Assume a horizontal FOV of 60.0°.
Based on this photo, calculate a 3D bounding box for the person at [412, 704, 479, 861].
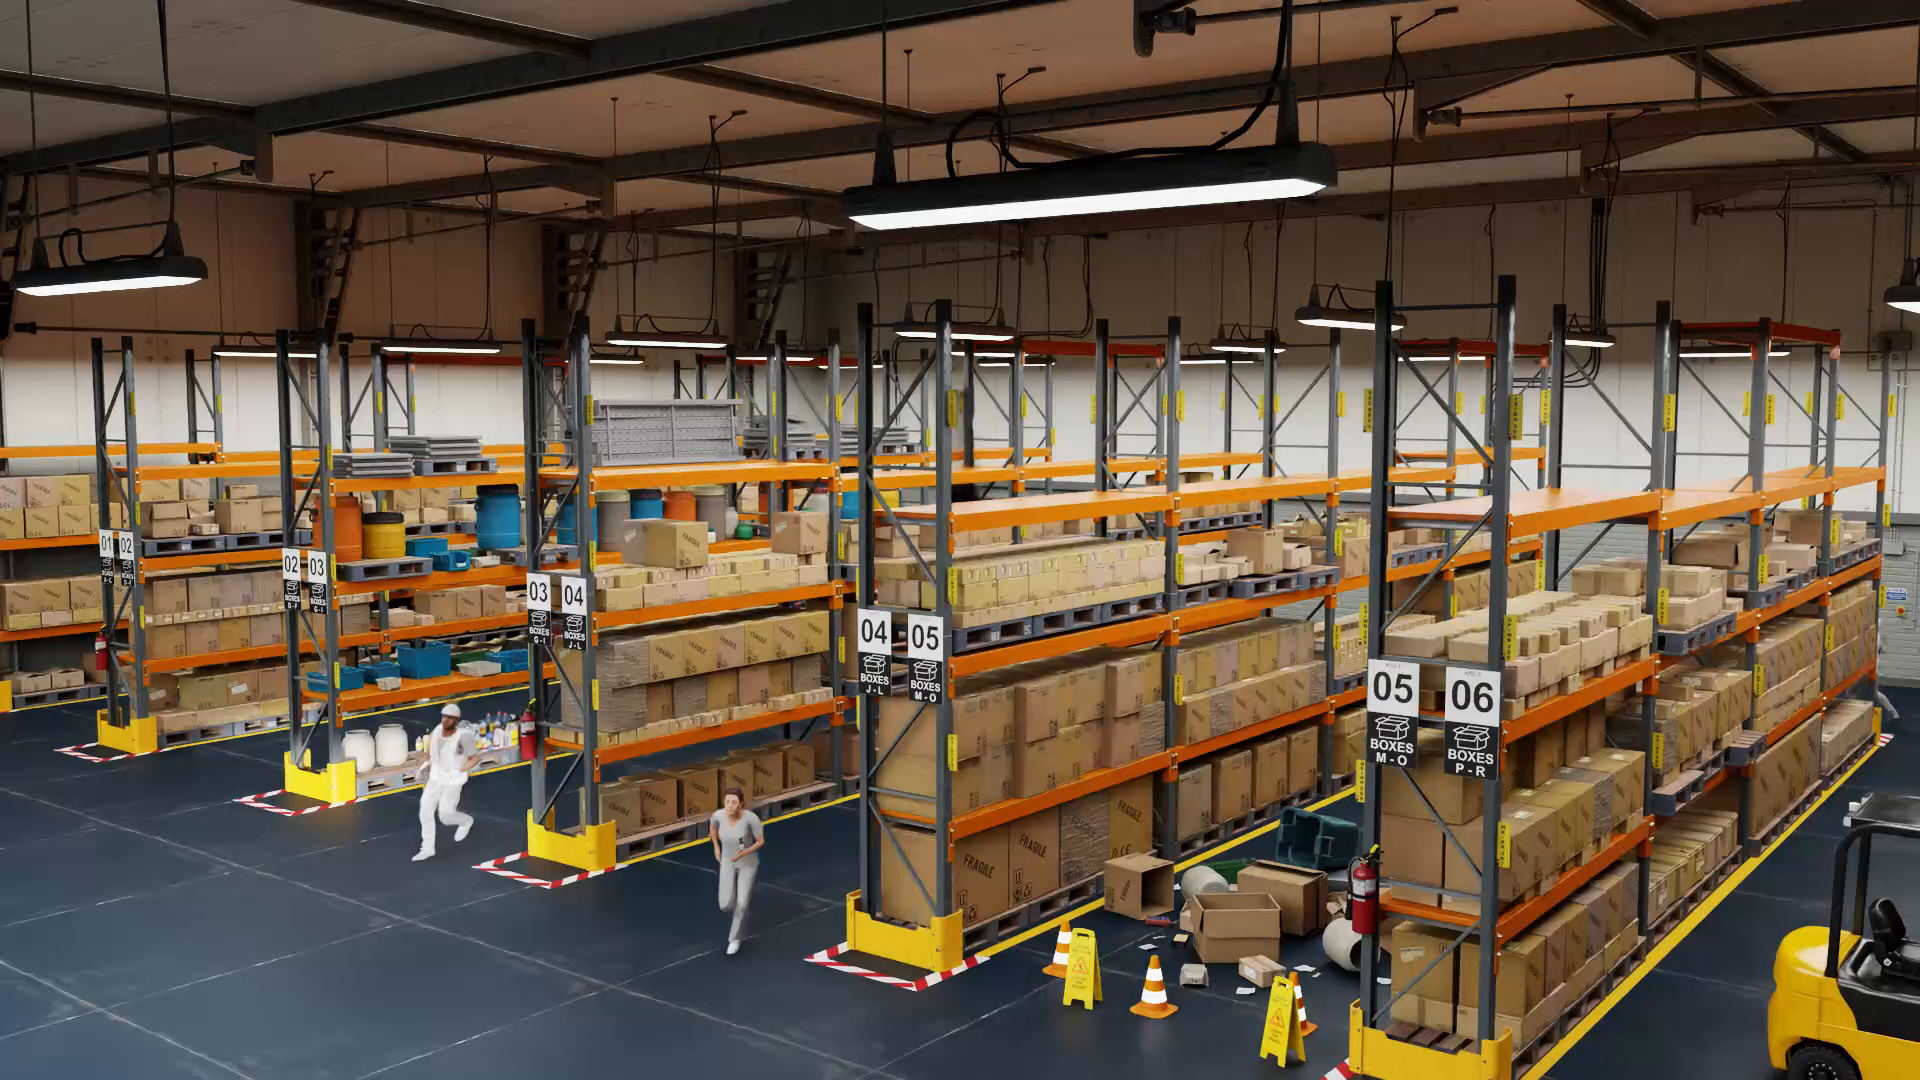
[{"bbox_3d":[-5.710,2.683,18.637,0.730,1.741,0.816,2,5,23],"label":"person"}]

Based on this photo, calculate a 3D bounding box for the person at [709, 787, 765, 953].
[{"bbox_3d":[-2.071,3.044,15.419,0.554,1.597,0.691,0,5,4],"label":"person"}]

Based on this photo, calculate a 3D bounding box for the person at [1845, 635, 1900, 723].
[{"bbox_3d":[14.025,2.031,25.868,0.758,1.751,0.958,-3,6,-31],"label":"person"}]
